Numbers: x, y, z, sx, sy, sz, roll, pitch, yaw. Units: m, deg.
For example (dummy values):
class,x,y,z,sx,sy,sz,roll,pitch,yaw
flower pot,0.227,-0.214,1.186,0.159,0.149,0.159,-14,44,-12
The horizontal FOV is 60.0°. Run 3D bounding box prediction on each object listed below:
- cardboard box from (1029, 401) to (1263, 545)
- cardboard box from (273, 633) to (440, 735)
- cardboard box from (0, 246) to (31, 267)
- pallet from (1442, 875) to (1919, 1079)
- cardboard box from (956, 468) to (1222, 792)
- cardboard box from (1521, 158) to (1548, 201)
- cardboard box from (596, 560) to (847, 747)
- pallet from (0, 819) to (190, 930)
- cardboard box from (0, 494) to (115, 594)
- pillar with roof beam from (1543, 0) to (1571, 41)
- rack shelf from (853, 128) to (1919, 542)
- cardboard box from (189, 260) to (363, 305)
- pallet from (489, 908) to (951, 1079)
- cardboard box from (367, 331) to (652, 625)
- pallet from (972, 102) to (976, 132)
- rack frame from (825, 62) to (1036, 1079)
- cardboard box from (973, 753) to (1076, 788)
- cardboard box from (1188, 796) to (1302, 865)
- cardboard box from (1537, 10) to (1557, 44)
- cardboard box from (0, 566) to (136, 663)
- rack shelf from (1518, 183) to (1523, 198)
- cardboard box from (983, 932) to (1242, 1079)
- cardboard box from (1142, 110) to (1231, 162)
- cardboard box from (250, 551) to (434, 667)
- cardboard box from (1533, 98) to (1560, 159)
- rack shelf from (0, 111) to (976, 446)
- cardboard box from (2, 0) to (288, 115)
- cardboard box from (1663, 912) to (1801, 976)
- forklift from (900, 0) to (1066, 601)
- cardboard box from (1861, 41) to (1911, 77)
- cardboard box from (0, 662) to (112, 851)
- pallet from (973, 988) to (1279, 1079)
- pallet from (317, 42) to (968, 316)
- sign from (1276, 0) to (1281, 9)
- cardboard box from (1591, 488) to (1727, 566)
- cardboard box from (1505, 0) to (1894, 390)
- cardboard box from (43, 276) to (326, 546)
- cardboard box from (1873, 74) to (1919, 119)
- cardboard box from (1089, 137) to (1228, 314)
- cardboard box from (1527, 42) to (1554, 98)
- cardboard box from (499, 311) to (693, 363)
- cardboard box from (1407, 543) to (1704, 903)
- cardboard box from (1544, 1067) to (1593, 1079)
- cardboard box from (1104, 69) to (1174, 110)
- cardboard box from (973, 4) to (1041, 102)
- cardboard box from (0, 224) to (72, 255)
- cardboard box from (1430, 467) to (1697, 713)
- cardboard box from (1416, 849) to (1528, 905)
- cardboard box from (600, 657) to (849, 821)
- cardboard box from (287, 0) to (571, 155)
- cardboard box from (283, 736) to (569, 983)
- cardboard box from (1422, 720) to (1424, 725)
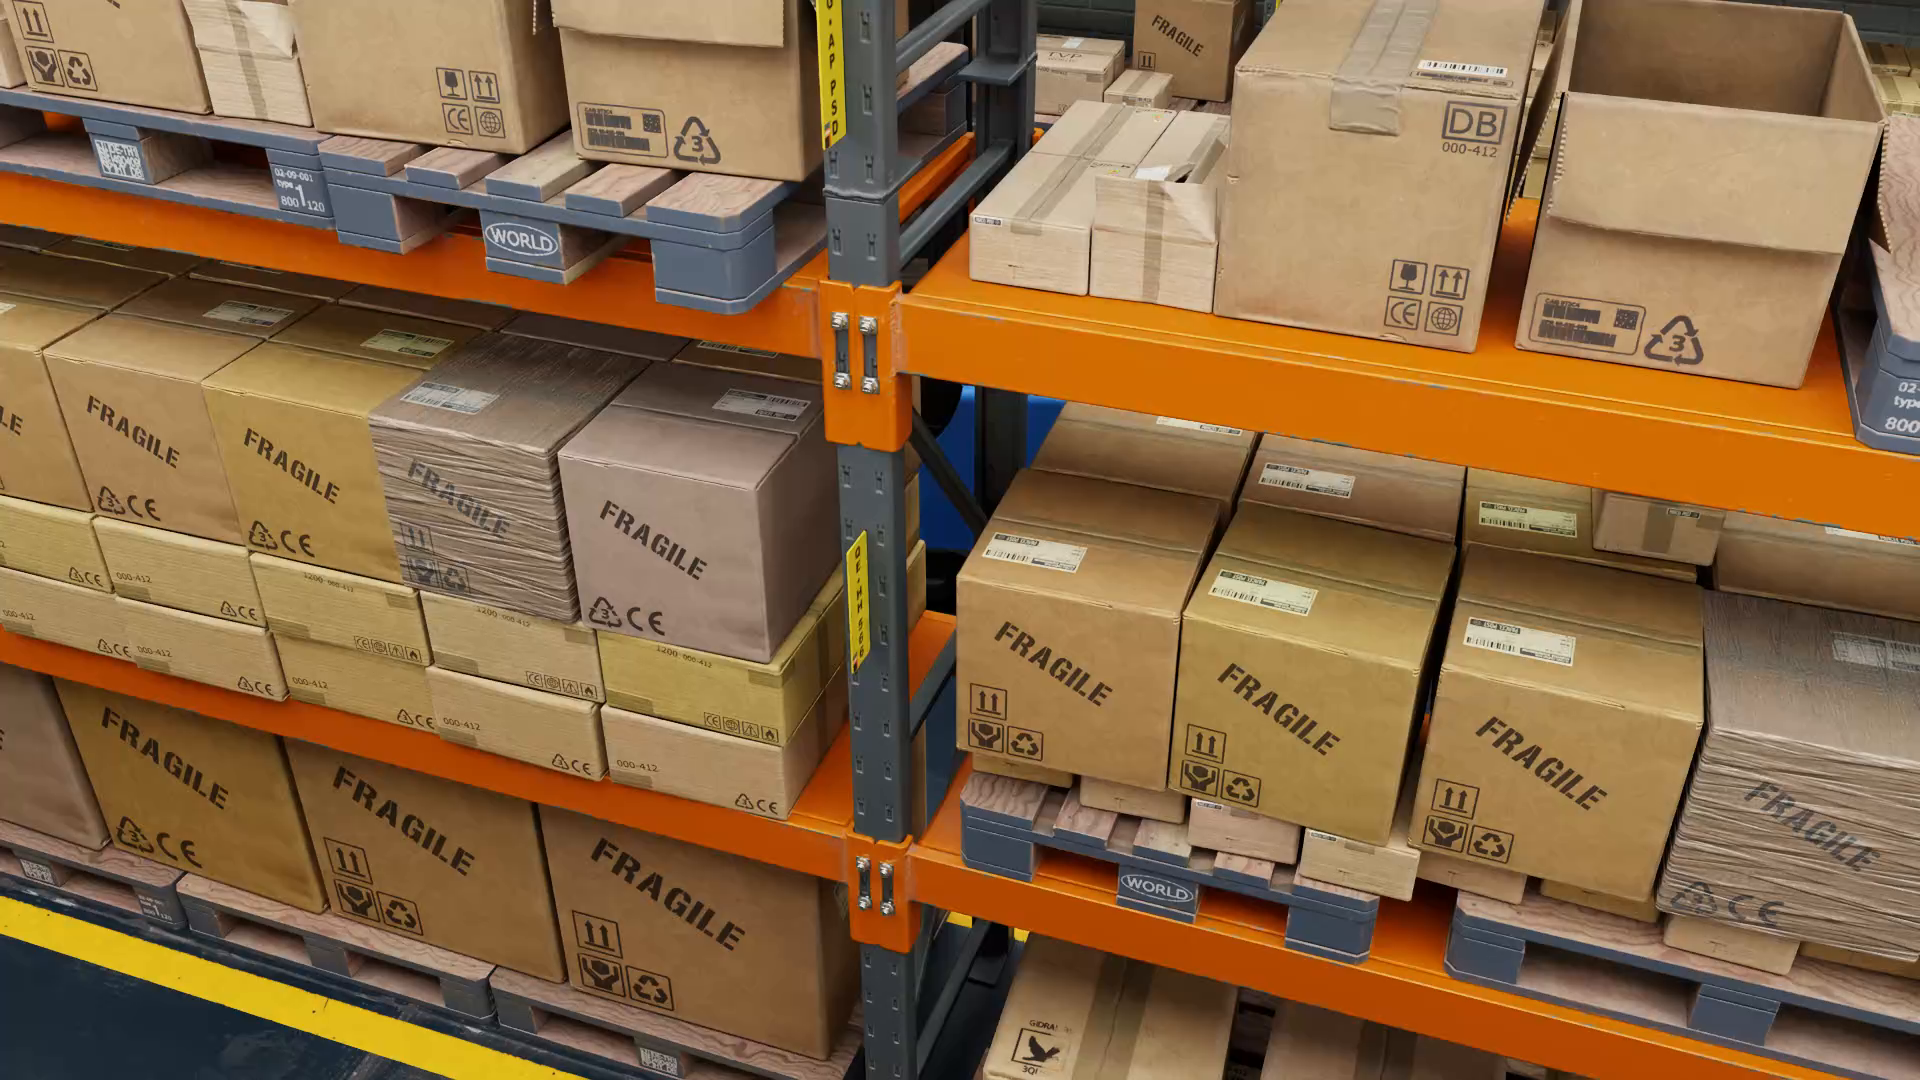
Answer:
class,x,y,z,sx,sy,sz,roll,pitch,yaw
cardboard box,0.481,-0.059,4.322,0.500,0.500,0.500,10,34,15
cardboard box,-1.559,0.260,4.720,0.500,0.250,0.500,11,34,16
cardboard box,-3.001,-0.545,4.814,0.500,0.500,0.500,11,34,16
pallet,1.836,0.765,3.976,1.213,0.211,1.003,11,34,16
cardboard box,0.305,0.200,3.921,0.500,0.500,0.500,10,34,15
cardboard box,2.925,-1.738,7.814,0.500,0.250,0.500,10,34,15
cardboard box,-0.583,0.237,4.295,0.500,0.250,0.500,11,34,16
pallet,-3.055,0.885,6.184,1.213,0.211,1.003,11,34,16
cardboard box,-2.521,-0.124,4.855,0.500,0.250,0.500,11,35,17
pillar with roof beam,1.709,-2.736,3.691,0.400,9.000,9.100,11,34,16
rack shelf,1.842,-0.249,3.268,4.000,0.370,1.077,11,34,16
cardboard box,-1.849,-0.617,4.925,0.500,0.500,0.500,12,35,17
pallet,-0.758,1.332,5.493,1.213,0.211,1.003,11,34,16
cardboard box,-1.102,-0.170,4.233,0.500,0.500,0.500,12,35,17
pallet,-0.202,-2.465,8.979,1.213,0.211,1.003,11,34,16
rack frame,-0.041,0.343,4.453,0.127,3.000,1.000,11,34,16
cardboard box,0.202,0.427,4.168,0.250,0.149,0.380,9,34,14
cardboard box,0.699,0.569,3.947,0.250,0.149,0.380,9,34,13
cardboard box,2.767,-2.472,8.123,0.250,0.149,0.380,10,34,16
cardboard box,-2.516,0.085,4.991,0.500,0.250,0.500,11,34,16
rack shelf,3.513,-1.524,8.008,4.000,0.370,1.077,11,34,16
cardboard box,0.488,1.379,4.884,0.625,0.372,0.950,9,34,13
cardboard box,0.563,-0.820,3.720,0.250,0.149,0.380,11,34,16
cardboard box,-1.555,0.062,4.566,0.500,0.250,0.500,10,34,15
cardboard box,2.923,-1.936,7.660,0.500,0.250,0.500,10,34,15
rack shelf,-1.924,-0.981,4.401,4.000,0.370,1.077,11,34,16
cardboard box,-1.798,-1.310,3.769,0.500,0.500,0.500,11,35,17
cardboard box,1.707,0.747,3.672,0.250,0.149,0.380,12,35,18
forklift,-0.676,-1.227,6.948,3.031,2.935,1.130,2,33,3
cardboard box,4.194,-2.165,7.648,0.250,0.149,0.380,11,34,16
cardboard box,-3.196,0.400,5.937,0.875,0.875,0.875,12,35,18
pallet,0.694,1.658,4.987,1.213,0.211,1.003,11,34,16
pallet,-0.665,-0.928,3.831,1.003,0.211,1.213,13,35,19
sign,1.456,-2.366,7.655,0.005,0.325,0.100,11,34,16
cardboard box,1.594,-0.117,3.815,0.250,0.149,0.380,9,34,14
cardboard box,1.405,-0.696,3.202,0.637,0.503,0.797,11,34,16
cardboard box,-2.041,-0.360,4.529,0.500,0.500,0.500,10,34,16
cardboard box,4.020,-1.894,7.228,0.250,0.149,0.380,10,34,15
cardboard box,0.439,-0.669,3.380,0.258,0.266,0.396,11,34,16
cardboard box,2.584,-2.174,7.662,0.250,0.149,0.380,11,35,17
cardboard box,-0.893,-0.420,4.621,0.500,0.500,0.500,11,34,17
cardboard box,1.300,0.386,3.633,0.500,0.500,0.500,12,35,17
cardboard box,1.897,1.652,4.462,0.625,0.372,0.950,12,35,18
cardboard box,0.882,-2.187,8.217,0.250,0.149,0.380,12,35,17
cardboard box,0.031,-2.616,8.554,0.637,0.503,0.797,10,34,15
cardboard box,-2.811,-0.806,5.220,0.500,0.500,0.500,12,35,17
cardboard box,1.447,0.122,4.042,0.500,0.500,0.500,9,34,13
cardboard box,1.204,0.634,3.847,0.250,0.149,0.380,13,35,19
cardboard box,-0.604,0.446,4.432,0.500,0.250,0.500,10,34,15
cardboard box,-1.037,-1.220,3.629,0.500,0.500,0.700,9,34,14
cardboard box,-1.501,0.725,5.433,0.875,0.875,0.875,11,35,17
cardboard box,1.110,0.298,4.368,0.250,0.149,0.380,9,34,14
